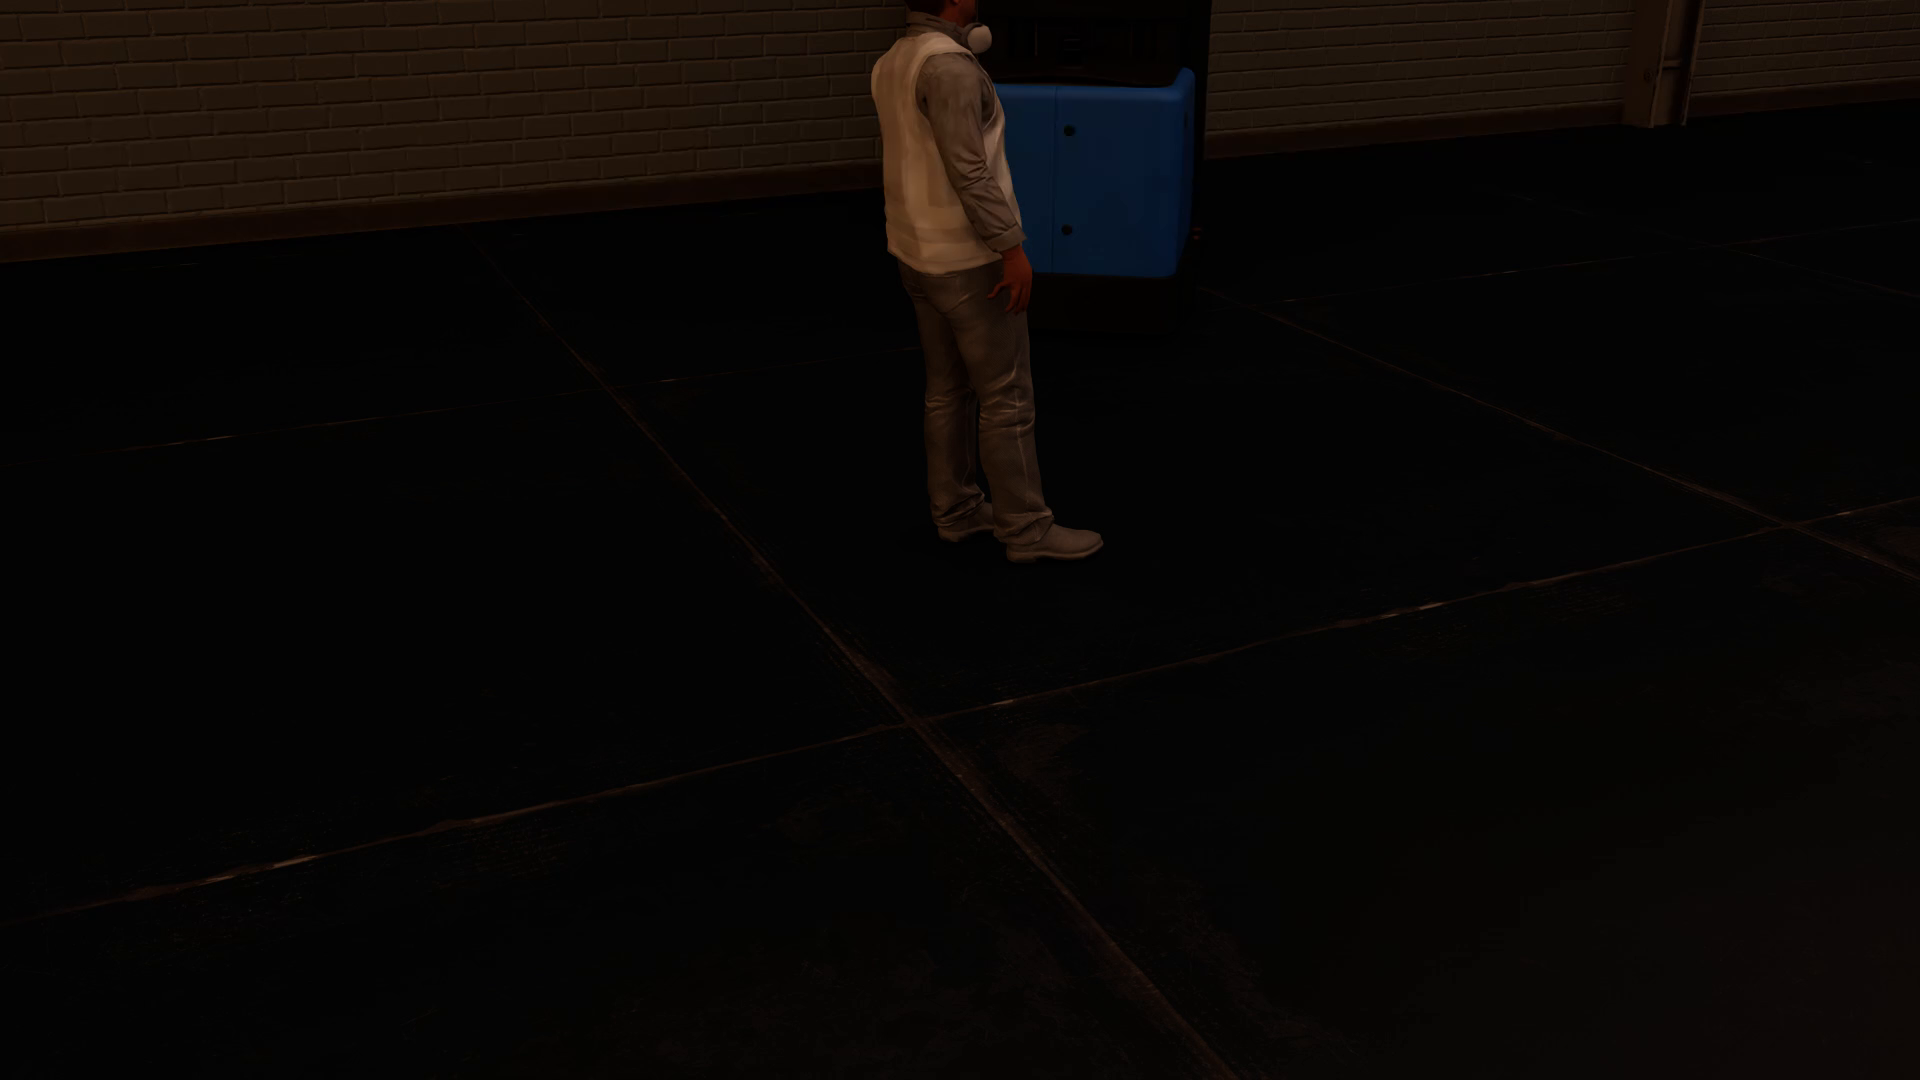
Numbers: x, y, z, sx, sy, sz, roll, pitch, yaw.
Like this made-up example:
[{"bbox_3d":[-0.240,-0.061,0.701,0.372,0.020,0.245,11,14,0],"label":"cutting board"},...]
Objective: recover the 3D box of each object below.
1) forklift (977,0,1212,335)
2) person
[{"bbox_3d":[0.672,-2.752,7.911,1.130,2.935,3.031,4,23,10],"label":"forklift"},{"bbox_3d":[0.060,-0.834,4.781,0.568,1.774,0.633,-10,25,-23],"label":"person"}]
